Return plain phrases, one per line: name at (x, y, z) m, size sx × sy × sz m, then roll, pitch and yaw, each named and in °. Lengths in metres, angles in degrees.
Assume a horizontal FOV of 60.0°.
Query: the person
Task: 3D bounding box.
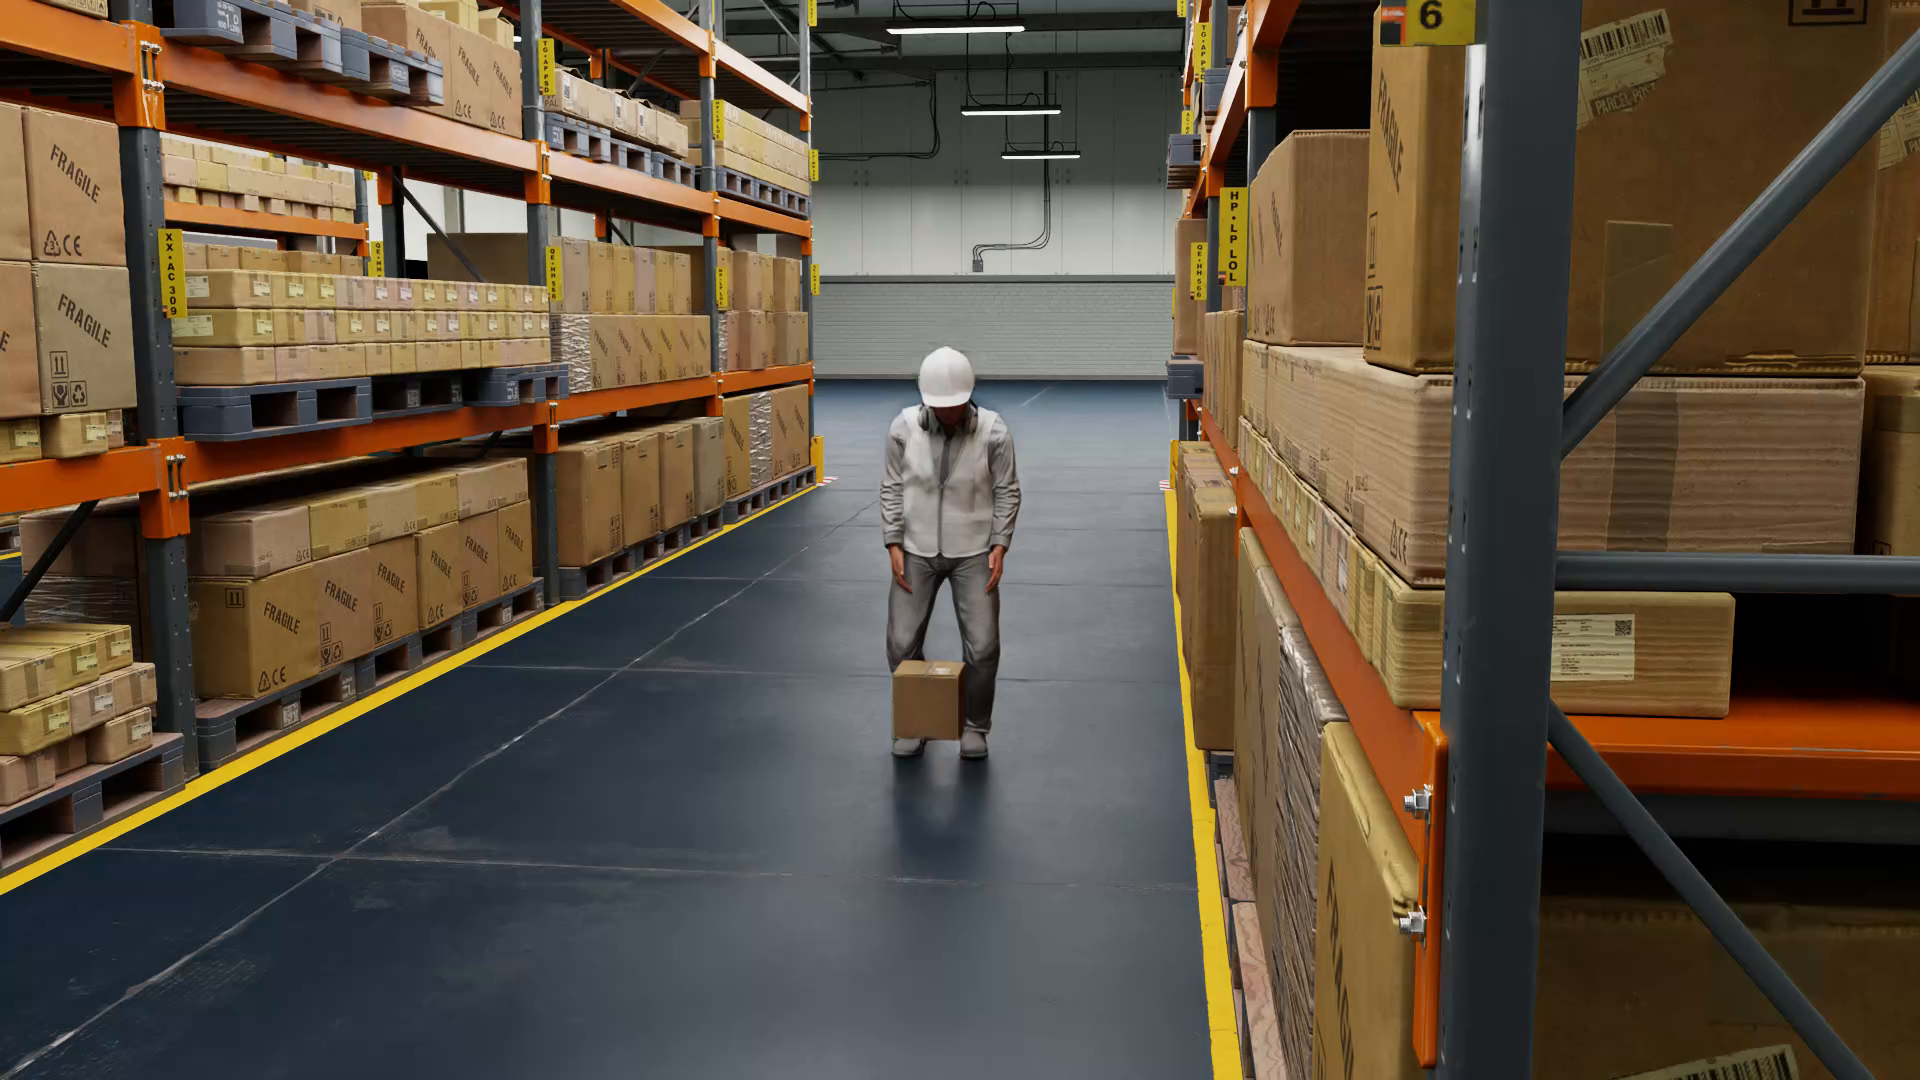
person at (-0.038, 0.054, 6.734) m, size 0.574 × 1.665 × 0.559 m, roll 1°, pitch 8°, yaw 7°
